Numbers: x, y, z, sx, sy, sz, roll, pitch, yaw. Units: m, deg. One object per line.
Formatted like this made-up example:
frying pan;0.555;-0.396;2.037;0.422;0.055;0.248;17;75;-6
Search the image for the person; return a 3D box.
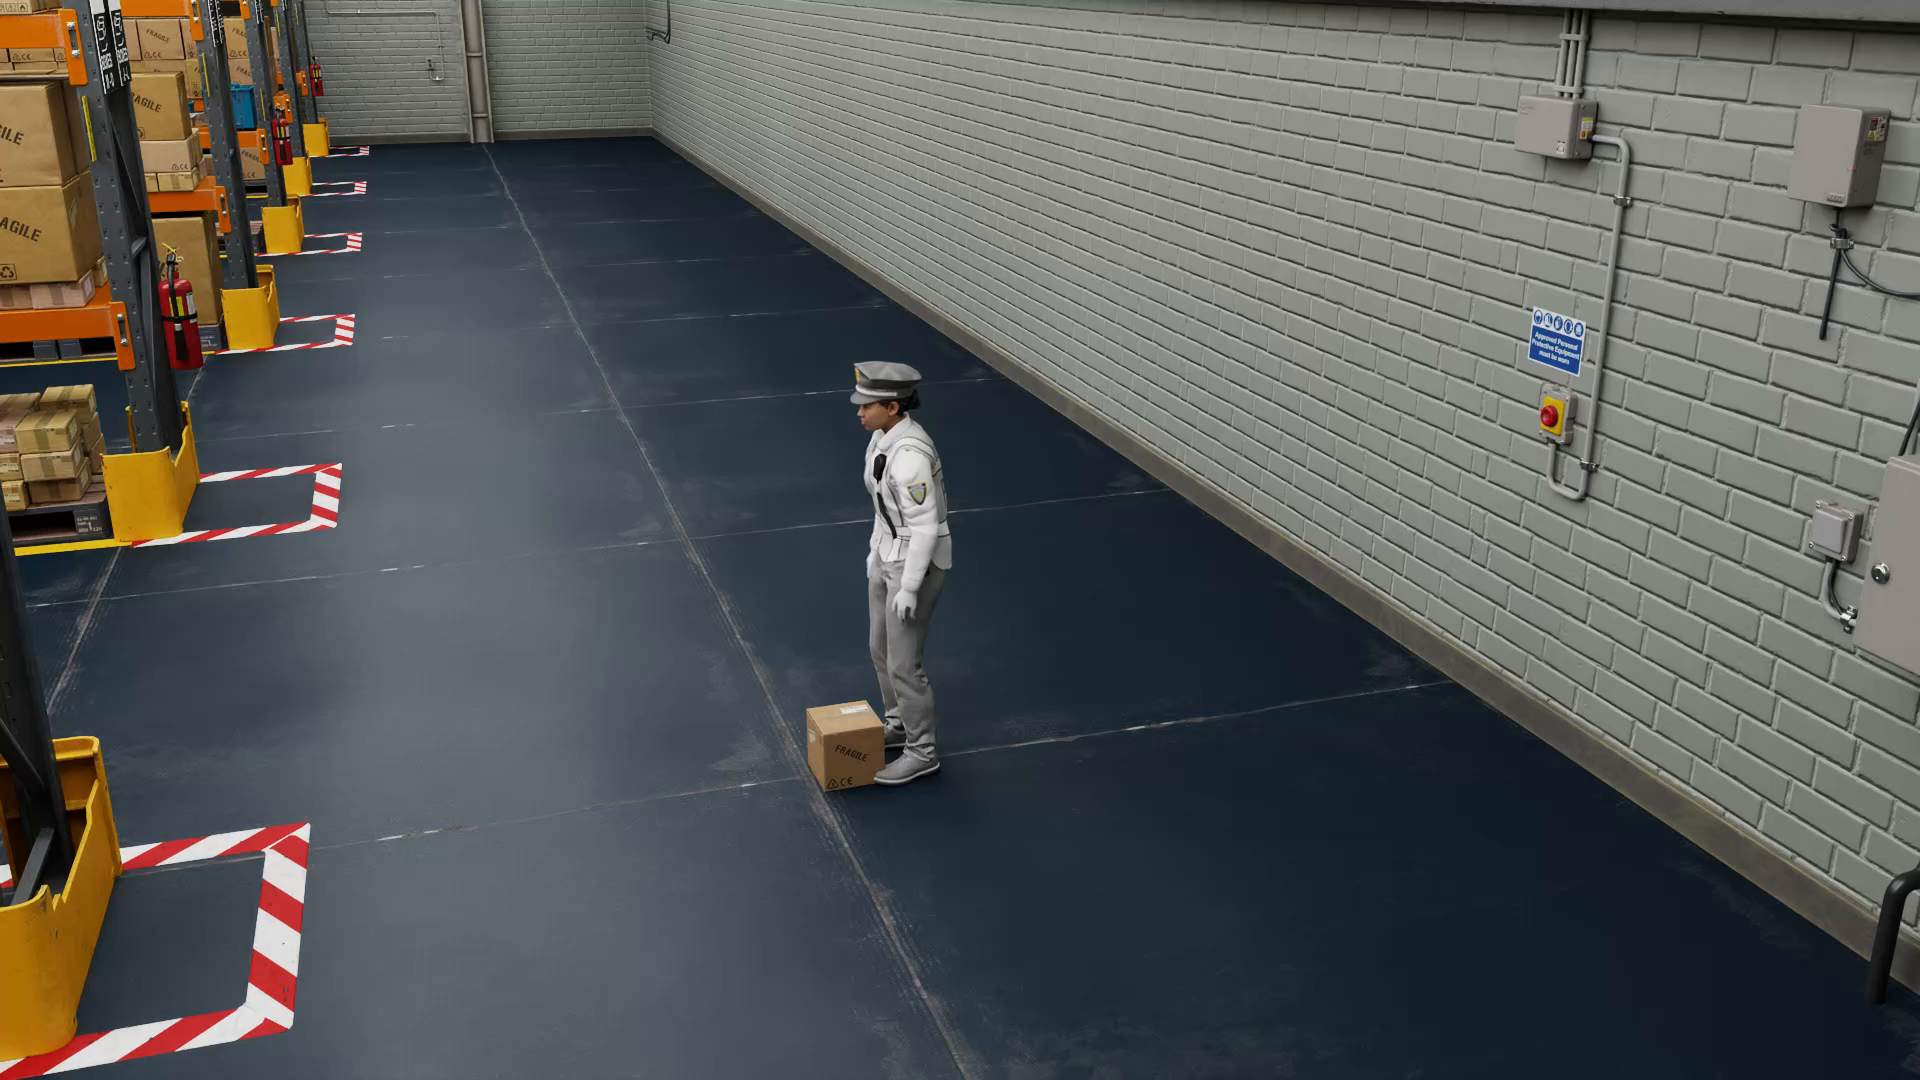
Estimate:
person;-0.230;0.120;6.450;0.372;1.663;0.530;-6;20;-17
